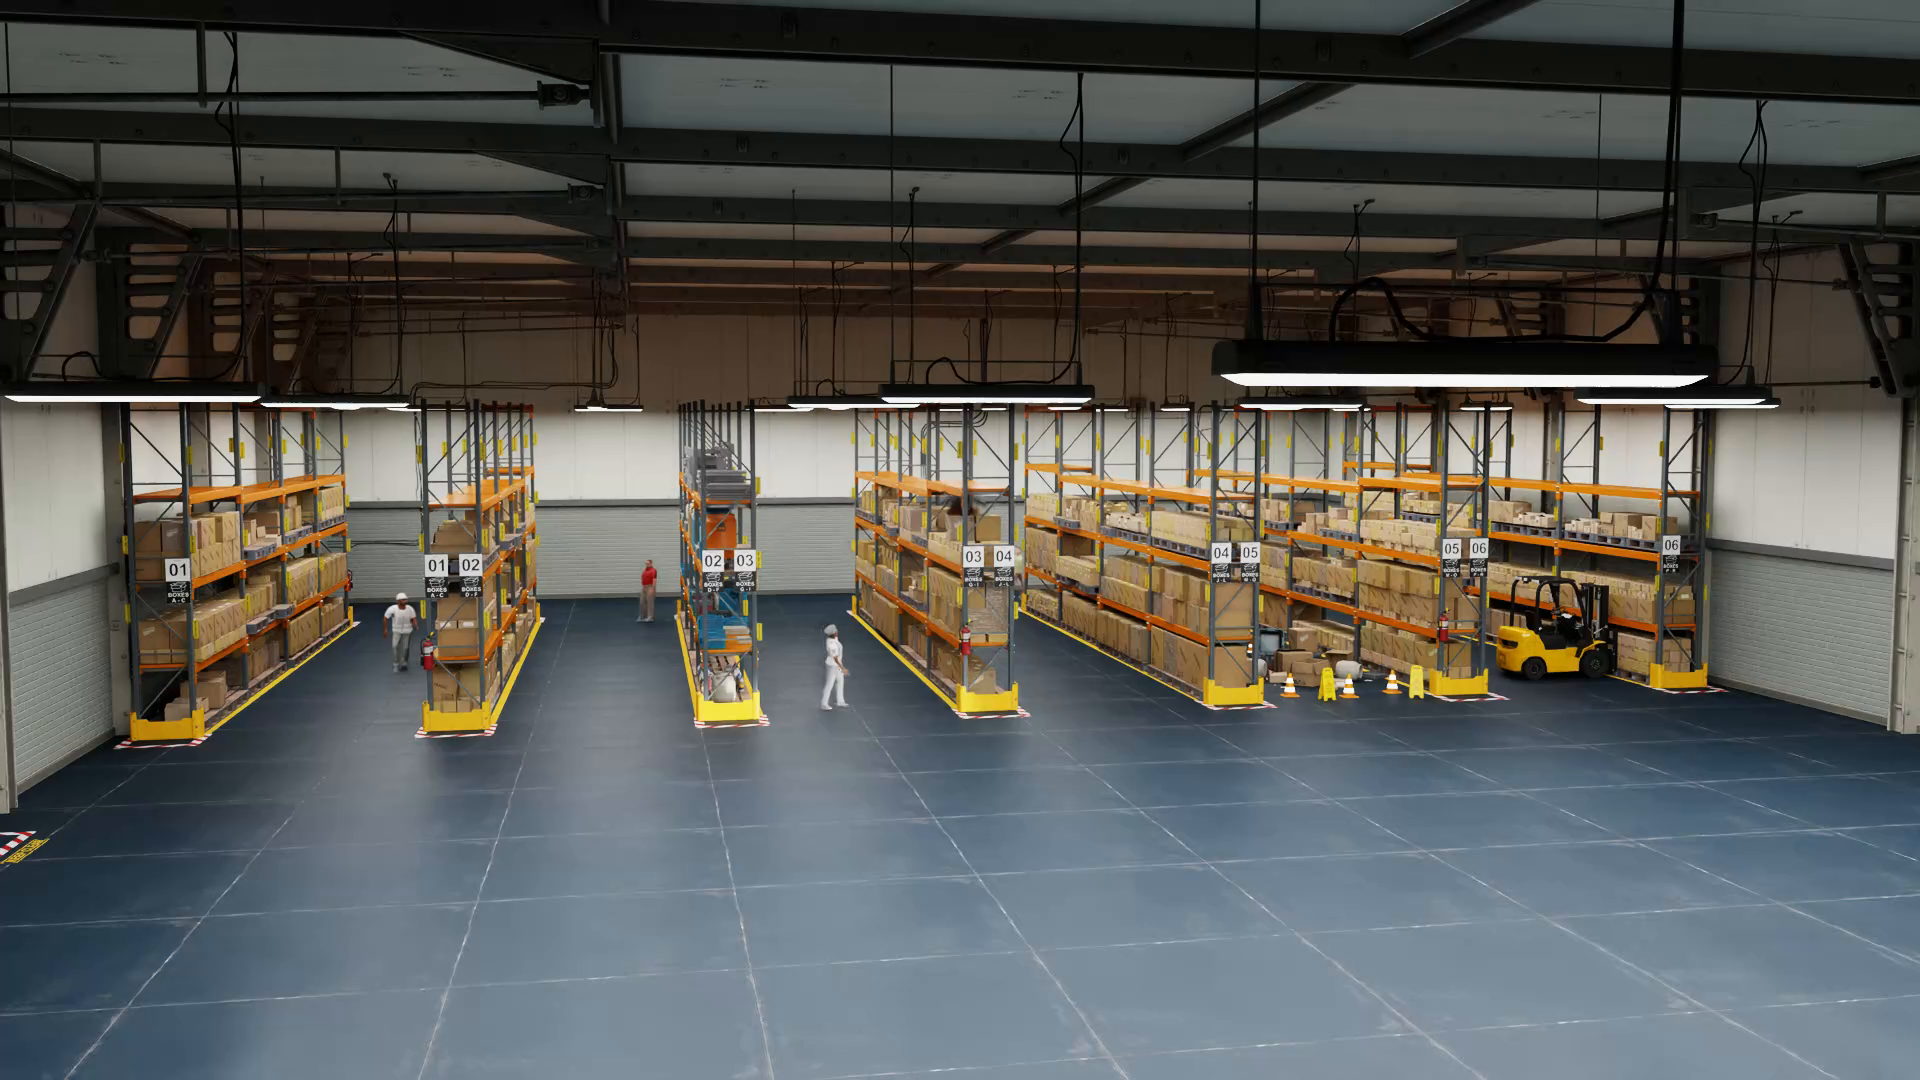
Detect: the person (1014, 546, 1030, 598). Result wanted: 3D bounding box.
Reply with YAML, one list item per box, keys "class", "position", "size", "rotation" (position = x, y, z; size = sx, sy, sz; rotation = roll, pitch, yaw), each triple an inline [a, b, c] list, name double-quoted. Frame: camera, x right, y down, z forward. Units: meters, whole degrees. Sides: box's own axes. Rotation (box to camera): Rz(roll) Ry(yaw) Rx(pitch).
- class: "person"
  position: [1.853, 1.007, 51.353]
  size: [0.501, 1.625, 0.932]
  rotation: [-4, 6, -39]

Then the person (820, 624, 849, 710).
- class: "person"
  position: [-2.419, 2.478, 32.412]
  size: [0.595, 1.724, 0.643]
  rotation: [0, 4, 4]

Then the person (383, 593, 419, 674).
- class: "person"
  position: [-12.504, 2.061, 37.238]
  size: [0.786, 1.744, 1.003]
  rotation: [-1, 4, -11]

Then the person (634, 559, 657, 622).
- class: "person"
  position: [-8.688, 1.408, 46.012]
  size: [0.633, 1.765, 0.427]
  rotation: [3, 5, 37]
